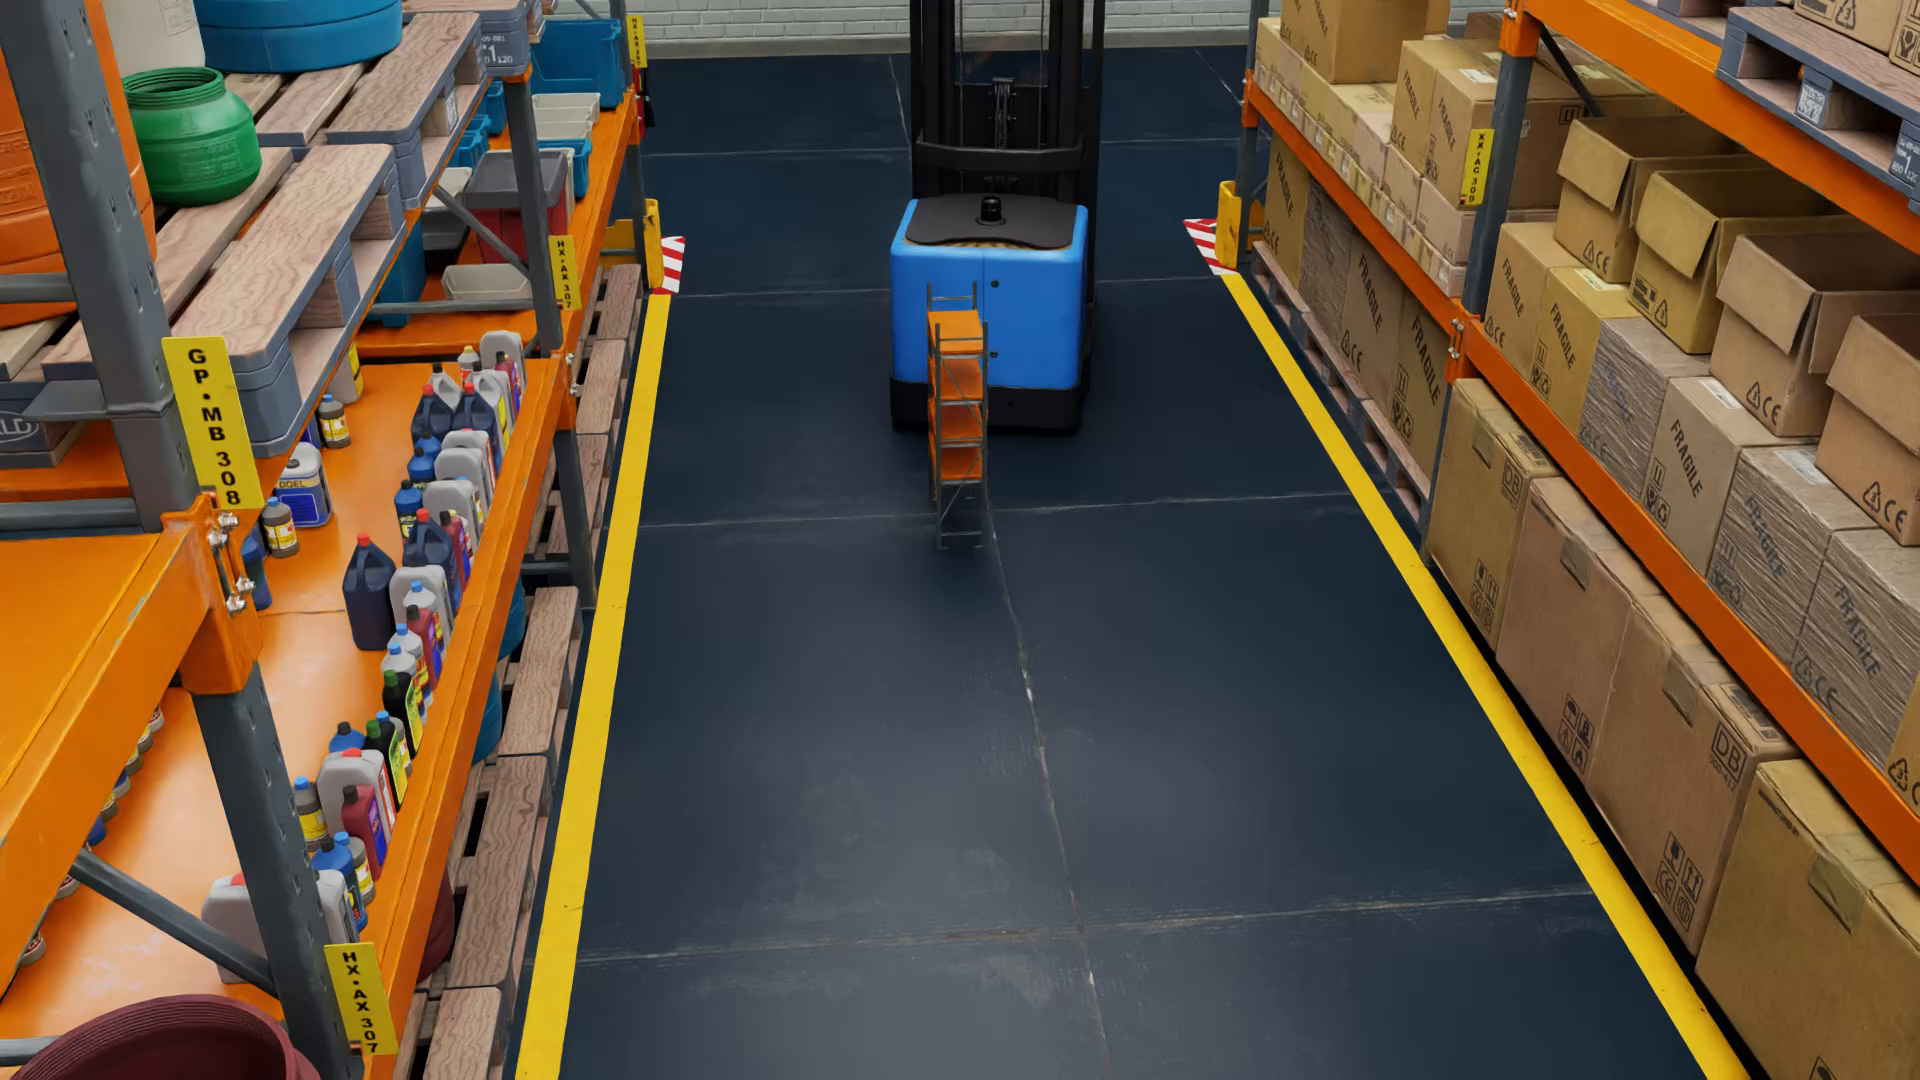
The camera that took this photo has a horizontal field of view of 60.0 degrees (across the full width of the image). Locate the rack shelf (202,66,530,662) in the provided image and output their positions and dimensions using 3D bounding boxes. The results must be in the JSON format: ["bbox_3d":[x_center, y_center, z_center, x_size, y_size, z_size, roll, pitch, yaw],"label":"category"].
[{"bbox_3d":[-2.002,-0.923,4.646,1.077,0.370,4.000,-3,31,-5],"label":"rack shelf"}]

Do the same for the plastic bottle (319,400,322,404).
[{"bbox_3d":[-2.567,-0.639,6.508,0.061,0.283,0.133,-3,31,-5],"label":"plastic bottle"}]

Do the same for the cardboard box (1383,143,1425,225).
[{"bbox_3d":[2.389,-1.742,8.098,0.500,0.250,0.500,-2,31,-3],"label":"cardboard box"}]

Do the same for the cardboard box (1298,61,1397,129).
[{"bbox_3d":[2.243,-2.528,9.413,0.500,0.250,0.500,-4,31,-6],"label":"cardboard box"}]

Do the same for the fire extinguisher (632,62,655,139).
[{"bbox_3d":[-2.124,-2.912,10.640,0.296,0.674,0.183,-3,31,-5],"label":"fire extinguisher"}]

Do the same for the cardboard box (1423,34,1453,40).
[{"bbox_3d":[2.725,-2.814,9.892,0.500,0.250,0.500,-3,31,-5],"label":"cardboard box"}]

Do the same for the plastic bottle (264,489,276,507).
[{"bbox_3d":[-2.439,-0.184,5.754,0.152,0.276,0.135,-3,31,-5],"label":"plastic bottle"}]

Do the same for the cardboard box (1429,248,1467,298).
[{"bbox_3d":[2.388,-1.234,7.636,0.380,0.149,0.250,-3,31,-4],"label":"cardboard box"}]

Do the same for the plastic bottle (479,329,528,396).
[{"bbox_3d":[-1.830,-0.726,6.661,0.152,0.276,0.135,-3,31,-5],"label":"plastic bottle"}]

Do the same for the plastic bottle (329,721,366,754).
[{"bbox_3d":[-1.621,0.603,4.442,0.097,0.271,0.097,0,31,0],"label":"plastic bottle"}]

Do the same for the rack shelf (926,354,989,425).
[{"bbox_3d":[-0.015,-0.734,8.004,0.258,0.148,0.480,-3,31,-5],"label":"rack shelf"}]

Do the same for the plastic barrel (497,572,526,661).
[{"bbox_3d":[-2.155,0.034,6.904,0.600,0.901,0.708,-3,31,-5],"label":"plastic barrel"}]

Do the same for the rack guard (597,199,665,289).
[{"bbox_3d":[-2.578,-1.945,11.019,1.175,0.500,0.348,-3,31,-5],"label":"rack guard"}]

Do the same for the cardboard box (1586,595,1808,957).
[{"bbox_3d":[2.997,0.763,5.709,1.225,0.875,0.875,-3,31,-4],"label":"cardboard box"}]

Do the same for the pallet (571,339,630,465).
[{"bbox_3d":[-2.413,-0.765,9.326,1.003,0.211,1.213,-3,31,-5],"label":"pallet"}]

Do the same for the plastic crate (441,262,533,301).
[{"bbox_3d":[-2.090,-1.122,7.401,0.396,0.136,0.243,-3,31,-5],"label":"plastic crate"}]

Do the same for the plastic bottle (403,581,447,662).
[{"bbox_3d":[-1.625,0.246,5.038,0.097,0.271,0.097,0,31,0],"label":"plastic bottle"}]

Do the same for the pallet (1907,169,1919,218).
[{"bbox_3d":[3.003,-0.693,3.743,1.213,0.211,1.003,-1,31,-2],"label":"pallet"}]

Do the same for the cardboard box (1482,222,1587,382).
[{"bbox_3d":[2.536,-0.998,6.898,0.500,0.500,0.500,-3,31,-4],"label":"cardboard box"}]

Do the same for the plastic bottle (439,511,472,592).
[{"bbox_3d":[-1.648,0.018,5.408,0.061,0.283,0.133,-3,31,-5],"label":"plastic bottle"}]

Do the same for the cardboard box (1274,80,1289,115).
[{"bbox_3d":[2.123,-2.678,10.053,0.380,0.149,0.250,-3,31,-6],"label":"cardboard box"}]

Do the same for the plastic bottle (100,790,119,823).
[{"bbox_3d":[-2.319,0.650,4.430,0.097,0.201,0.097,0,31,0],"label":"plastic bottle"}]

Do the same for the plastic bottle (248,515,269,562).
[{"bbox_3d":[-2.417,-0.066,5.556,0.152,0.276,0.135,-3,31,-5],"label":"plastic bottle"}]

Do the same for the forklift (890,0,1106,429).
[{"bbox_3d":[0.291,-2.601,9.747,1.130,2.935,3.031,3,31,5],"label":"forklift"}]

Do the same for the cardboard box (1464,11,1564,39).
[{"bbox_3d":[2.861,-2.361,8.403,0.500,0.500,0.500,-4,31,-6],"label":"cardboard box"}]

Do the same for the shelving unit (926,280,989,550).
[{"bbox_3d":[-0.015,-0.600,8.084,0.258,1.200,0.503,-3,31,-5],"label":"shelving unit"}]

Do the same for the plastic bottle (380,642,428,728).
[{"bbox_3d":[-1.595,0.414,4.758,0.097,0.271,0.097,0,31,0],"label":"plastic bottle"}]

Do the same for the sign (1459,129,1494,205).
[{"bbox_3d":[2.190,-1.580,7.049,0.100,0.325,0.005,-3,31,-5],"label":"sign"}]

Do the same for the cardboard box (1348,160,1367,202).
[{"bbox_3d":[2.267,-1.890,8.734,0.380,0.149,0.250,-3,31,-5],"label":"cardboard box"}]

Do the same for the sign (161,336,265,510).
[{"bbox_3d":[-1.268,-0.195,2.829,0.100,0.325,0.005,-3,31,-5],"label":"sign"}]

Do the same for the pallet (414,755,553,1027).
[{"bbox_3d":[-2.041,1.253,5.947,1.003,0.211,1.213,-3,31,-5],"label":"pallet"}]

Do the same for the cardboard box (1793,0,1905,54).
[{"bbox_3d":[2.904,-1.714,4.759,0.797,0.503,0.637,-3,31,-5],"label":"cardboard box"}]

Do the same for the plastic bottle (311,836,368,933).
[{"bbox_3d":[-1.517,0.836,4.051,0.097,0.271,0.097,0,31,0],"label":"plastic bottle"}]

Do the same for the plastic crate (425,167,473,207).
[{"bbox_3d":[-2.651,-1.752,8.456,0.293,0.136,0.466,-3,31,-5],"label":"plastic crate"}]

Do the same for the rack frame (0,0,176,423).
[{"bbox_3d":[-1.815,-1.498,1.983,1.000,3.000,0.127,-3,31,-5],"label":"rack frame"}]

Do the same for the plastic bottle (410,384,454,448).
[{"bbox_3d":[-1.904,-0.389,6.024,0.144,0.351,0.185,-3,31,-5],"label":"plastic bottle"}]

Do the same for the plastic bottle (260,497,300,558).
[{"bbox_3d":[-2.294,-0.049,5.601,0.097,0.201,0.097,0,31,0],"label":"plastic bottle"}]

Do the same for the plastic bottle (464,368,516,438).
[{"bbox_3d":[-1.796,-0.539,6.348,0.152,0.276,0.135,-3,31,-5],"label":"plastic bottle"}]

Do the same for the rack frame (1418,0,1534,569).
[{"bbox_3d":[2.742,-1.202,7.337,1.000,3.000,0.127,-3,31,-5],"label":"rack frame"}]

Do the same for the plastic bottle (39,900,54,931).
[{"bbox_3d":[-2.299,0.824,4.060,0.061,0.283,0.133,-3,31,-5],"label":"plastic bottle"}]

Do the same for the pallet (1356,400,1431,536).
[{"bbox_3d":[2.749,-0.397,8.709,1.003,0.211,1.213,-3,31,-5],"label":"pallet"}]

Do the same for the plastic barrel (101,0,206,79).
[{"bbox_3d":[-2.131,-1.347,4.112,0.433,0.535,0.433,0,31,0],"label":"plastic barrel"}]

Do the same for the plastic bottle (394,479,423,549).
[{"bbox_3d":[-1.837,-0.077,5.579,0.097,0.271,0.097,0,31,0],"label":"plastic bottle"}]

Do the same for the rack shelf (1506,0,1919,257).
[{"bbox_3d":[2.929,-1.160,5.043,1.077,0.370,4.000,-3,31,-5],"label":"rack shelf"}]

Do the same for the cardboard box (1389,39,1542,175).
[{"bbox_3d":[2.390,-2.065,7.907,0.500,0.500,0.500,-2,31,-4],"label":"cardboard box"}]

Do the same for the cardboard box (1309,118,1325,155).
[{"bbox_3d":[2.196,-2.283,9.392,0.380,0.149,0.250,-3,31,-5],"label":"cardboard box"}]

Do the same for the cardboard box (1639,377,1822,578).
[{"bbox_3d":[2.684,-0.222,5.600,0.500,0.500,0.500,-2,31,-4],"label":"cardboard box"}]

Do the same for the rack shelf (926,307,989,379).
[{"bbox_3d":[-0.015,-0.937,7.882,0.258,0.148,0.480,-3,31,-5],"label":"rack shelf"}]

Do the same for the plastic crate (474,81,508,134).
[{"bbox_3d":[-2.806,-2.483,9.586,0.416,0.233,0.300,-3,31,-5],"label":"plastic crate"}]

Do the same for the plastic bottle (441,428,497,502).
[{"bbox_3d":[-1.749,-0.282,5.917,0.152,0.276,0.135,-3,31,-5],"label":"plastic bottle"}]

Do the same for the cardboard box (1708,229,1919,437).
[{"bbox_3d":[2.936,-0.682,5.391,0.797,0.503,0.637,-2,31,-3],"label":"cardboard box"}]

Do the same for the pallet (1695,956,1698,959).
[{"bbox_3d":[3.117,1.631,5.313,1.003,0.211,1.213,-3,31,-5],"label":"pallet"}]

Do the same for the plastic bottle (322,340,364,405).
[{"bbox_3d":[-2.475,-0.728,6.591,0.144,0.351,0.185,-3,31,-5],"label":"plastic bottle"}]

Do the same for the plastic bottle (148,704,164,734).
[{"bbox_3d":[-2.356,0.451,4.763,0.097,0.201,0.097,0,31,0],"label":"plastic bottle"}]

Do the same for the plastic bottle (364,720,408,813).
[{"bbox_3d":[-1.544,0.584,4.460,0.061,0.283,0.133,-3,31,-5],"label":"plastic bottle"}]

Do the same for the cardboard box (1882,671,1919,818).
[{"bbox_3d":[2.823,0.557,4.294,0.500,0.500,0.500,-2,31,-3],"label":"cardboard box"}]

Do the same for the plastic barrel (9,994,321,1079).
[{"bbox_3d":[-1.470,1.242,3.114,0.600,0.536,0.708,-3,31,-5],"label":"plastic barrel"}]

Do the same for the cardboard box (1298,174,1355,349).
[{"bbox_3d":[2.593,-1.725,9.875,0.875,0.875,0.875,-3,31,-5],"label":"cardboard box"}]

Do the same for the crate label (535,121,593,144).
[{"bbox_3d":[-2.243,-2.222,9.244,0.396,0.136,0.243,-3,31,-5],"label":"crate label"}]
